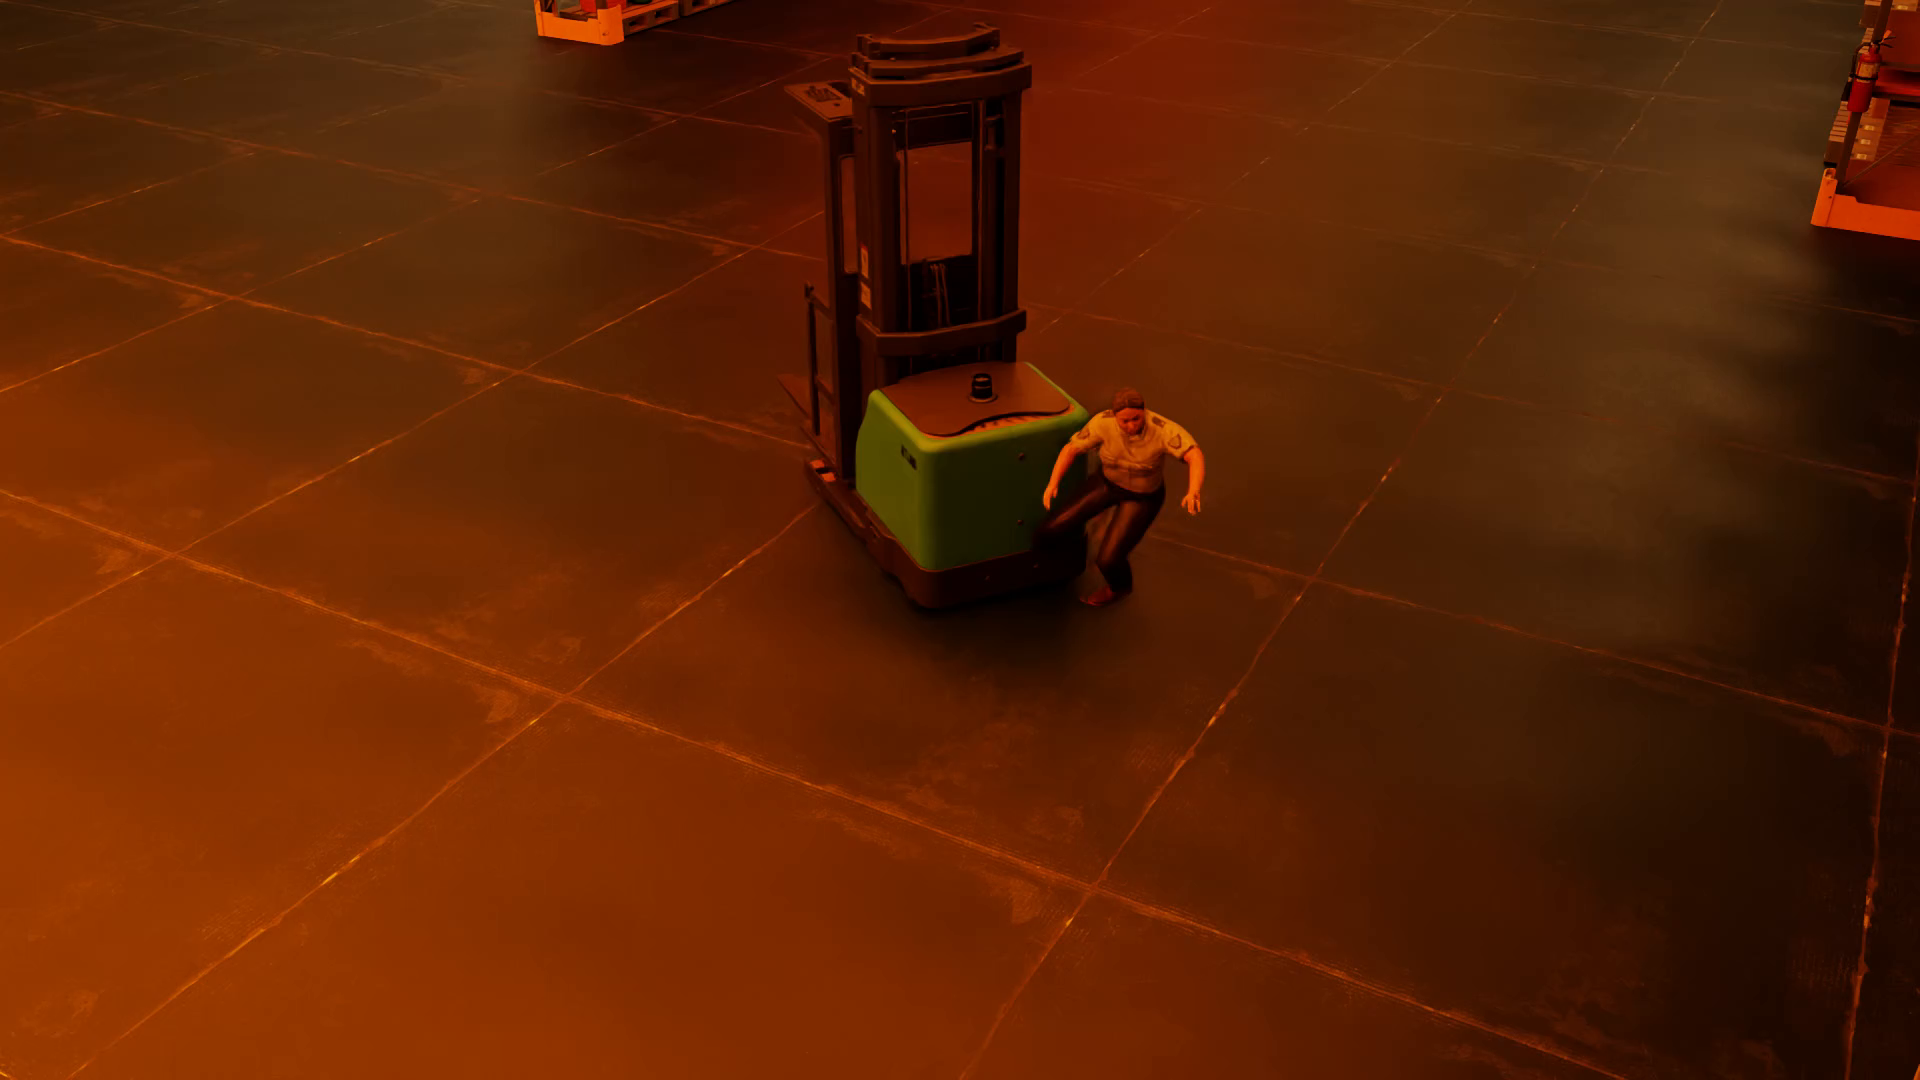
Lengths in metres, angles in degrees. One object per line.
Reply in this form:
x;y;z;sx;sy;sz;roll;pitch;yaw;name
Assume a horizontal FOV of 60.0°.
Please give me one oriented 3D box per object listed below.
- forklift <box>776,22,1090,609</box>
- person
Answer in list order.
-0.342;-1.607;9.855;1.130;2.935;3.031;-13;32;-21;forklift
0.733;-0.207;8.998;1.359;1.410;0.806;13;32;21;person
